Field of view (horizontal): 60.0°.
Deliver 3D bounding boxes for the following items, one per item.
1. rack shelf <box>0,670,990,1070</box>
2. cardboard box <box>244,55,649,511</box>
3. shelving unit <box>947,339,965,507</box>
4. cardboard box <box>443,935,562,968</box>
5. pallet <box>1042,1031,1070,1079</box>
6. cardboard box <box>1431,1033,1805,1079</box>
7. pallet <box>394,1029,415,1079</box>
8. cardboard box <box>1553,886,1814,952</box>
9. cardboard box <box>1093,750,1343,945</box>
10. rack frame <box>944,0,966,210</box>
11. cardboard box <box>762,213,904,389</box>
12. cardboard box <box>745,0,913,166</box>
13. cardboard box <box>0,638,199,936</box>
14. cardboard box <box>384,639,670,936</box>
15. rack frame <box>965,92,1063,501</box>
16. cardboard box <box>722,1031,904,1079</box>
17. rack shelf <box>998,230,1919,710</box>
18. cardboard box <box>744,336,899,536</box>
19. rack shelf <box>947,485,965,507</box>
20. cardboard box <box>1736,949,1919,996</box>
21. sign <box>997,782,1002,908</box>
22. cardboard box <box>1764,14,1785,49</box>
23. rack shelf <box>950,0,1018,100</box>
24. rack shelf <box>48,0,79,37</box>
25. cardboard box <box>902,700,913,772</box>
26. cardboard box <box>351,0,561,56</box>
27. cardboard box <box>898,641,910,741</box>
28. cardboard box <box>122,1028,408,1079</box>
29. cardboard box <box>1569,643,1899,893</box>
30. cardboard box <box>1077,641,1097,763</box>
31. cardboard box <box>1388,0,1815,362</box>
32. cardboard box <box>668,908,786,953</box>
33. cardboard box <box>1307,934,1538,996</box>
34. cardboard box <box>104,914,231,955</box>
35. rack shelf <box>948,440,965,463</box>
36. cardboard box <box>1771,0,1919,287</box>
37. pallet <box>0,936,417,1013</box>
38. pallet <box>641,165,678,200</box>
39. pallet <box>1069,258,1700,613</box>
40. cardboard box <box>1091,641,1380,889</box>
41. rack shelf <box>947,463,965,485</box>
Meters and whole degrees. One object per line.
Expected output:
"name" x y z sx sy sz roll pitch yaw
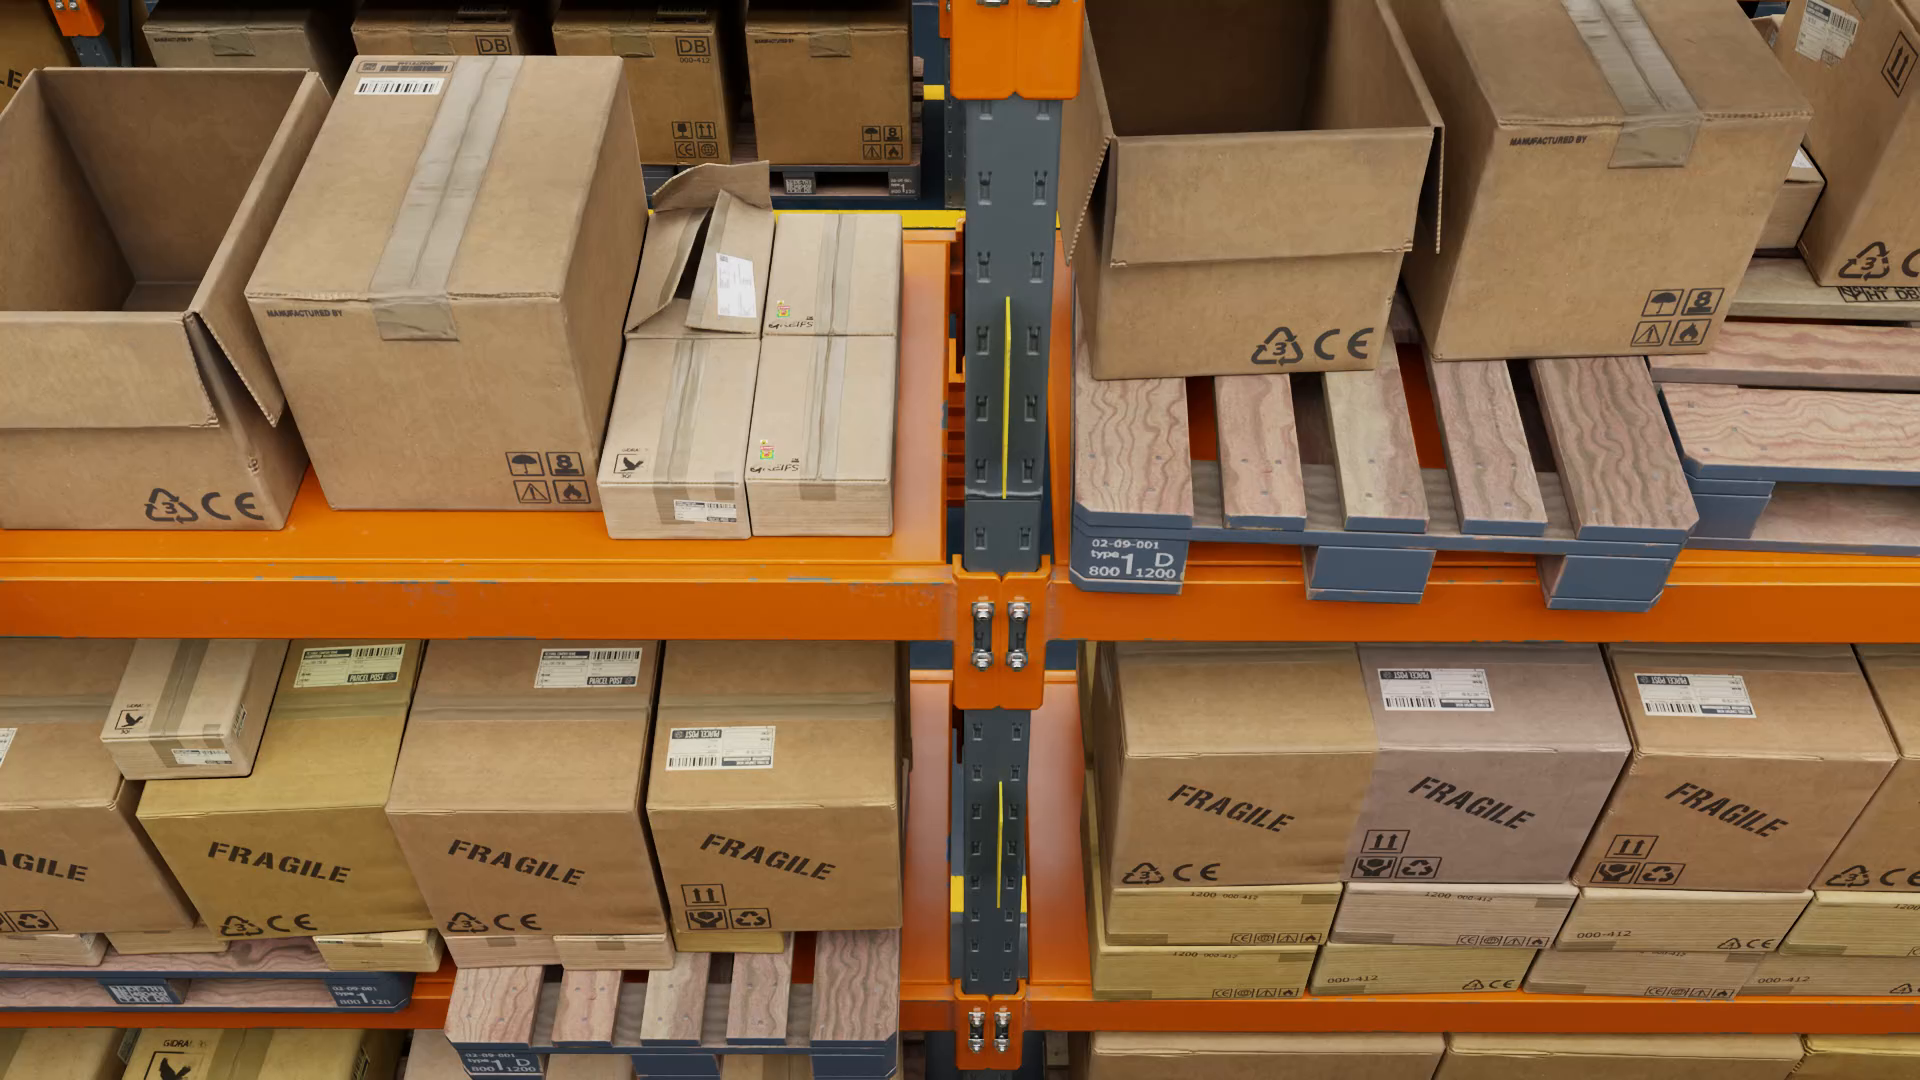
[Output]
"rack shelf" -1.927 0.831 4.418 4.000 0.370 1.077 0 47 0
"cardboard box" -0.875 -0.474 3.025 0.500 0.500 0.700 0 47 0
"shelving unit" -0.014 -0.409 6.311 0.189 1.200 0.258 0 47 0
"cardboard box" -1.028 0.783 3.856 0.250 0.149 0.380 -2 47 -2
"pallet" 0.861 1.599 5.117 1.213 0.211 1.003 0 47 0
"cardboard box" 1.655 1.241 4.711 0.875 0.875 0.875 1 47 1
"pallet" -1.925 1.533 5.179 1.213 0.211 1.003 0 47 0
"cardboard box" 1.594 0.667 3.841 0.500 0.250 0.500 0 47 0
"cardboard box" 0.579 0.655 3.852 0.500 0.250 0.500 0 47 0
"rack frame" -0.010 -3.032 7.523 0.127 3.000 1.000 0 47 0
"cardboard box" -0.241 -0.470 3.261 0.250 0.149 0.380 0 47 0
"cardboard box" -0.618 -2.476 8.255 0.750 0.750 1.050 0 47 0
"cardboard box" -1.950 0.519 3.659 0.500 0.500 0.500 -2 47 -1
"cardboard box" -0.900 0.522 3.656 0.500 0.500 0.500 -1 47 0
"rack frame" 0.073 -1.452 1.954 0.127 3.000 1.000 0 47 0
"cardboard box" -0.492 1.335 4.966 0.625 0.372 0.950 -3 47 -3
"rack shelf" 2.073 -0.180 3.310 4.000 0.370 1.077 0 47 0
"cardboard box" -0.243 -0.192 3.002 0.250 0.149 0.380 0 47 0
"rack shelf" -0.014 -0.215 6.519 0.180 0.103 0.258 0 47 0
"cardboard box" 2.093 0.821 4.039 0.500 0.250 0.500 0 47 0
"sign" 0.080 0.621 3.385 0.005 0.325 0.100 0 47 0
"cardboard box" 4.307 -2.526 8.509 0.250 0.149 0.380 1 47 1
"rack shelf" -1.927 -1.076 2.369 4.000 0.370 1.077 0 47 0
"rack shelf" -6.010 -2.803 7.801 4.000 0.370 1.077 0 47 0
"cardboard box" -0.251 0.397 4.216 0.250 0.149 0.380 -2 47 -2
"cardboard box" -2.424 -2.478 8.257 0.750 0.750 1.050 0 47 0
"cardboard box" -0.376 0.143 4.010 0.500 0.500 0.500 -1 47 -1
"cardboard box" -1.988 1.333 4.969 0.625 0.372 0.950 2 47 1
"cardboard box" 1.579 0.404 3.573 0.500 0.500 0.500 1 47 1
"cardboard box" 0.558 0.288 4.194 0.500 0.250 0.500 0 47 0
"cardboard box" 1.064 -0.744 2.989 0.500 0.500 0.700 -2 47 -2
"cardboard box" -0.524 0.758 3.880 0.250 0.149 0.380 1 47 1
"cardboard box" 1.075 0.817 4.043 0.500 0.250 0.500 -1 47 -1
"cardboard box" -1.805 0.759 3.879 0.250 0.149 0.380 -1 47 -1
"rack shelf" -0.014 -0.379 6.343 0.180 0.103 0.258 0 47 0
"cardboard box" 1.837 -0.815 3.055 0.500 0.500 0.500 1 47 1
"pallet" -1.907 0.682 4.197 1.213 0.211 1.003 0 47 0
"pallet" -2.015 -2.145 8.602 1.213 0.211 1.003 0 47 0
"pallet" 0.717 -0.403 3.156 1.003 0.211 1.213 2 47 2
"cardboard box" 0.565 0.397 3.580 0.500 0.500 0.500 -1 47 -1
"rack shelf" -0.014 -0.297 6.431 0.180 0.103 0.258 0 47 0
